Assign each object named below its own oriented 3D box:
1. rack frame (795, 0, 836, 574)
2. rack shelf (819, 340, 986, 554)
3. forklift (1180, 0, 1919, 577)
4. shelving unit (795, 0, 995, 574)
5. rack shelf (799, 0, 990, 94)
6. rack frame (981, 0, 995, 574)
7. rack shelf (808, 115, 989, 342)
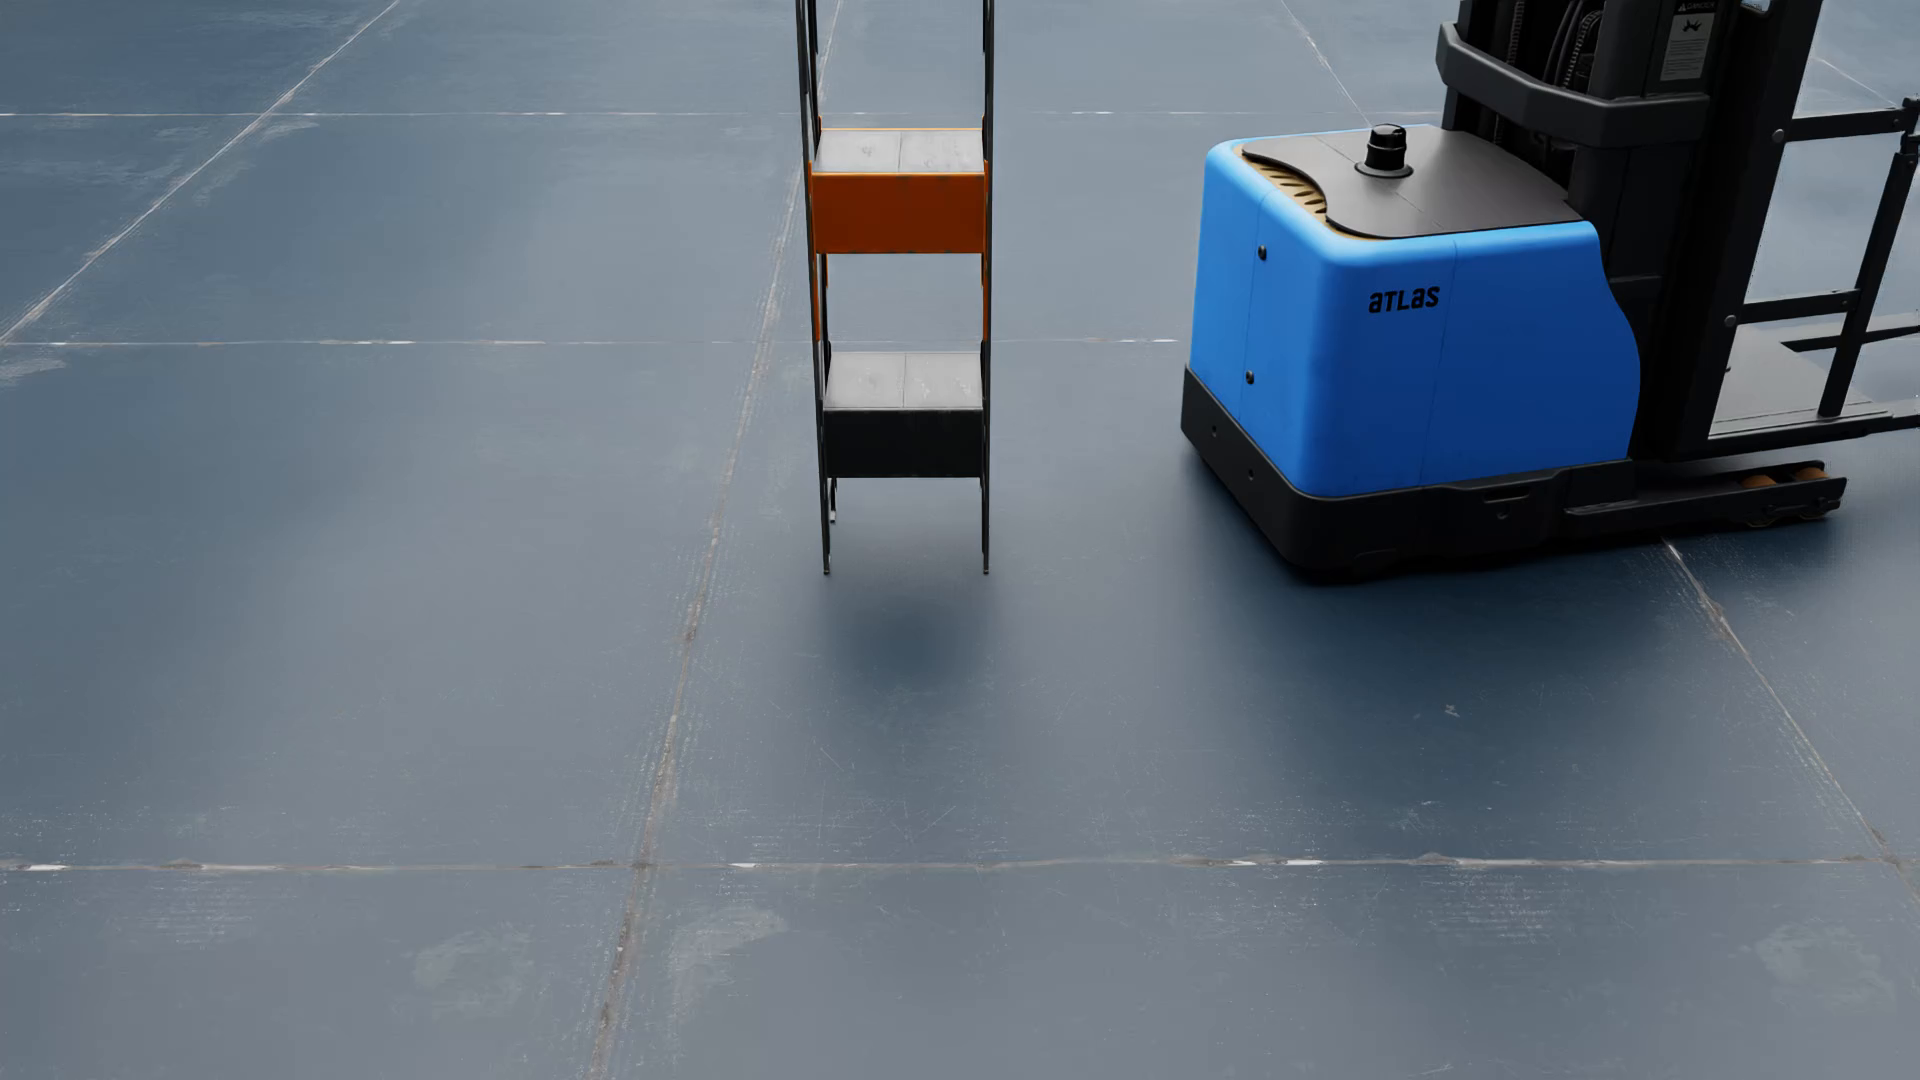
[{"bbox_3d":[-0.410,-0.896,4.703,0.015,2.100,0.400,0,31,0],"label":"rack frame"},{"bbox_3d":[-0.166,-0.287,5.075,0.480,0.518,0.431,0,31,0],"label":"rack shelf"},{"bbox_3d":[2.337,-1.550,4.979,3.031,2.935,1.130,-8,32,-12],"label":"forklift"},{"bbox_3d":[-0.166,-0.897,4.704,0.503,2.100,0.431,0,31,0],"label":"shelving unit"},{"bbox_3d":[-0.166,-1.484,4.348,0.480,0.518,0.431,0,31,0],"label":"rack shelf"},{"bbox_3d":[0.078,-0.898,4.706,0.015,2.100,0.400,0,31,0],"label":"rack frame"},{"bbox_3d":[-0.166,-0.886,4.712,0.480,0.518,0.431,0,31,0],"label":"rack shelf"}]
